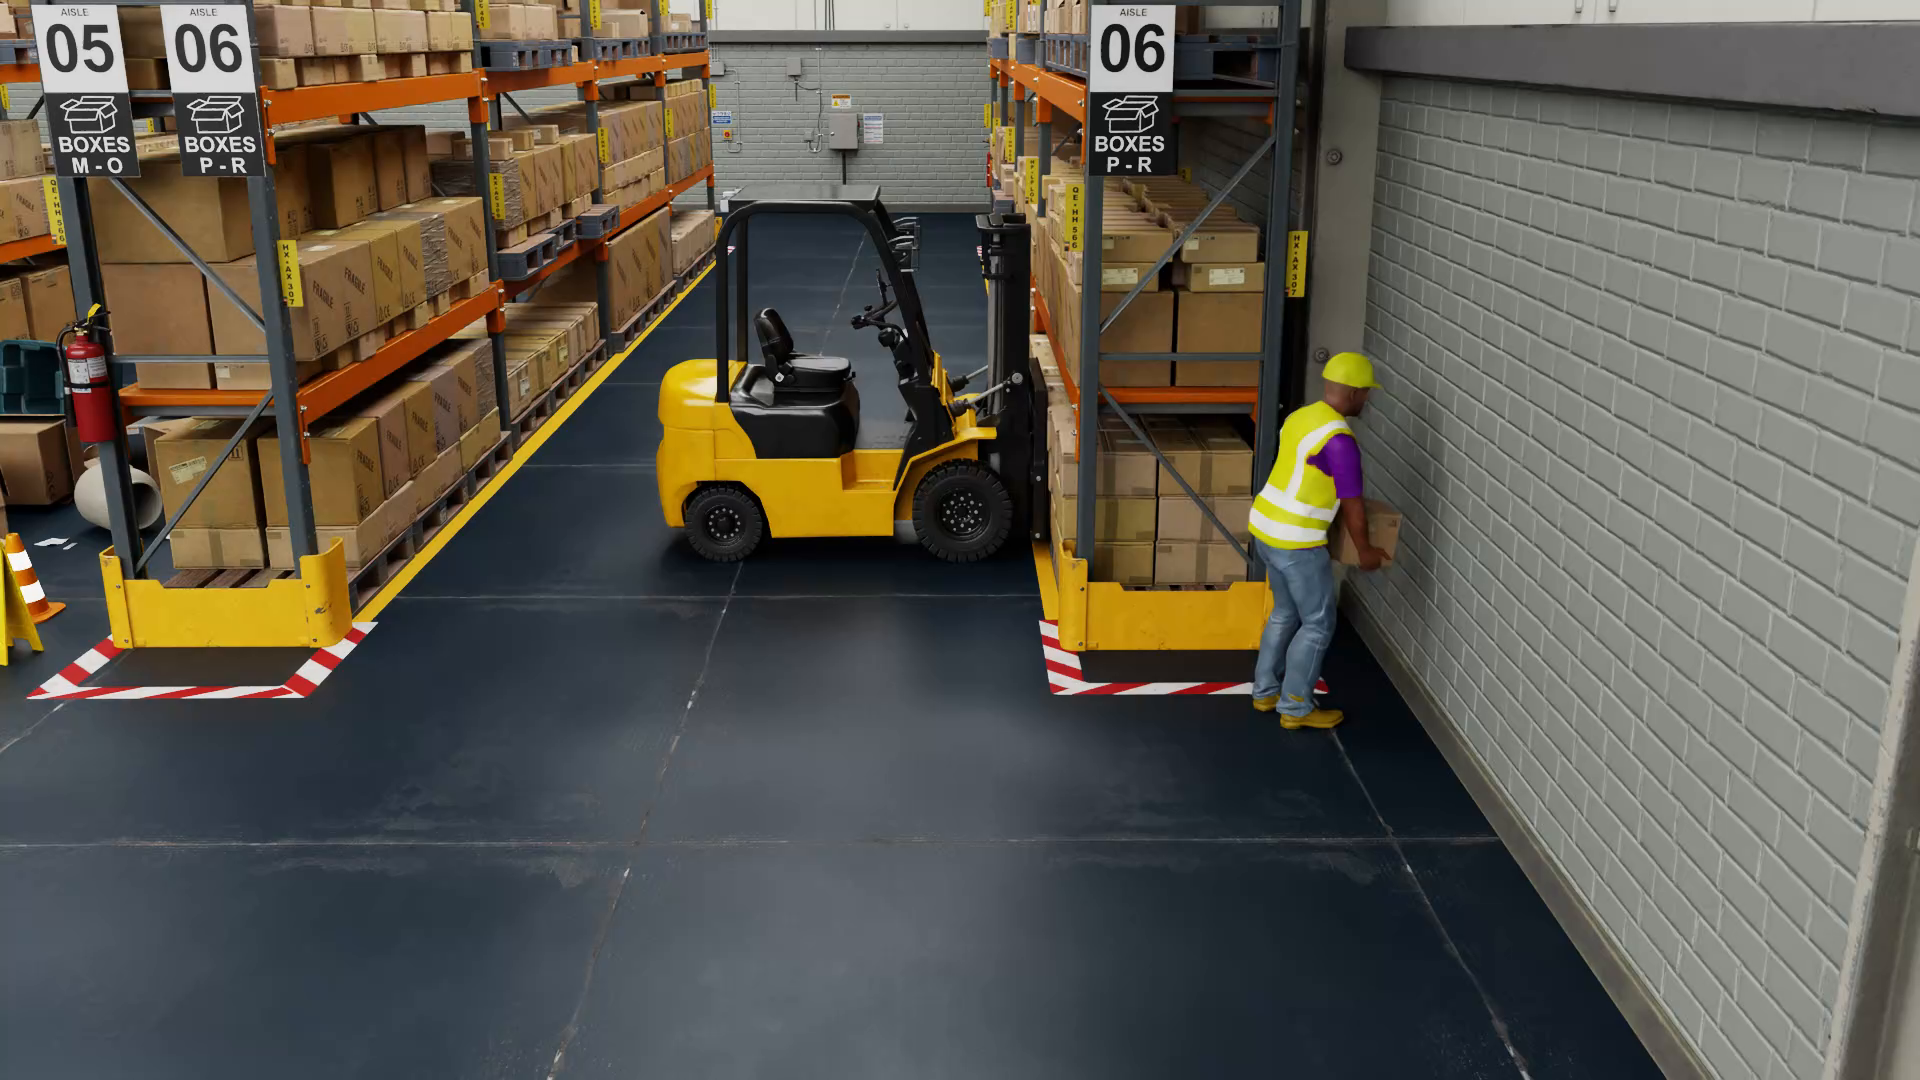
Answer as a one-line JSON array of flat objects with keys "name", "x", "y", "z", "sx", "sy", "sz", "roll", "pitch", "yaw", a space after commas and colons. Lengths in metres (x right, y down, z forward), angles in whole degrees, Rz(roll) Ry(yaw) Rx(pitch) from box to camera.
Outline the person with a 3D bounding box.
[{"name": "person", "x": 1.635, "y": -0.002, "z": 7.589, "sx": 0.618, "sy": 1.718, "sz": 0.477, "roll": -4, "pitch": 17, "yaw": -13}]
